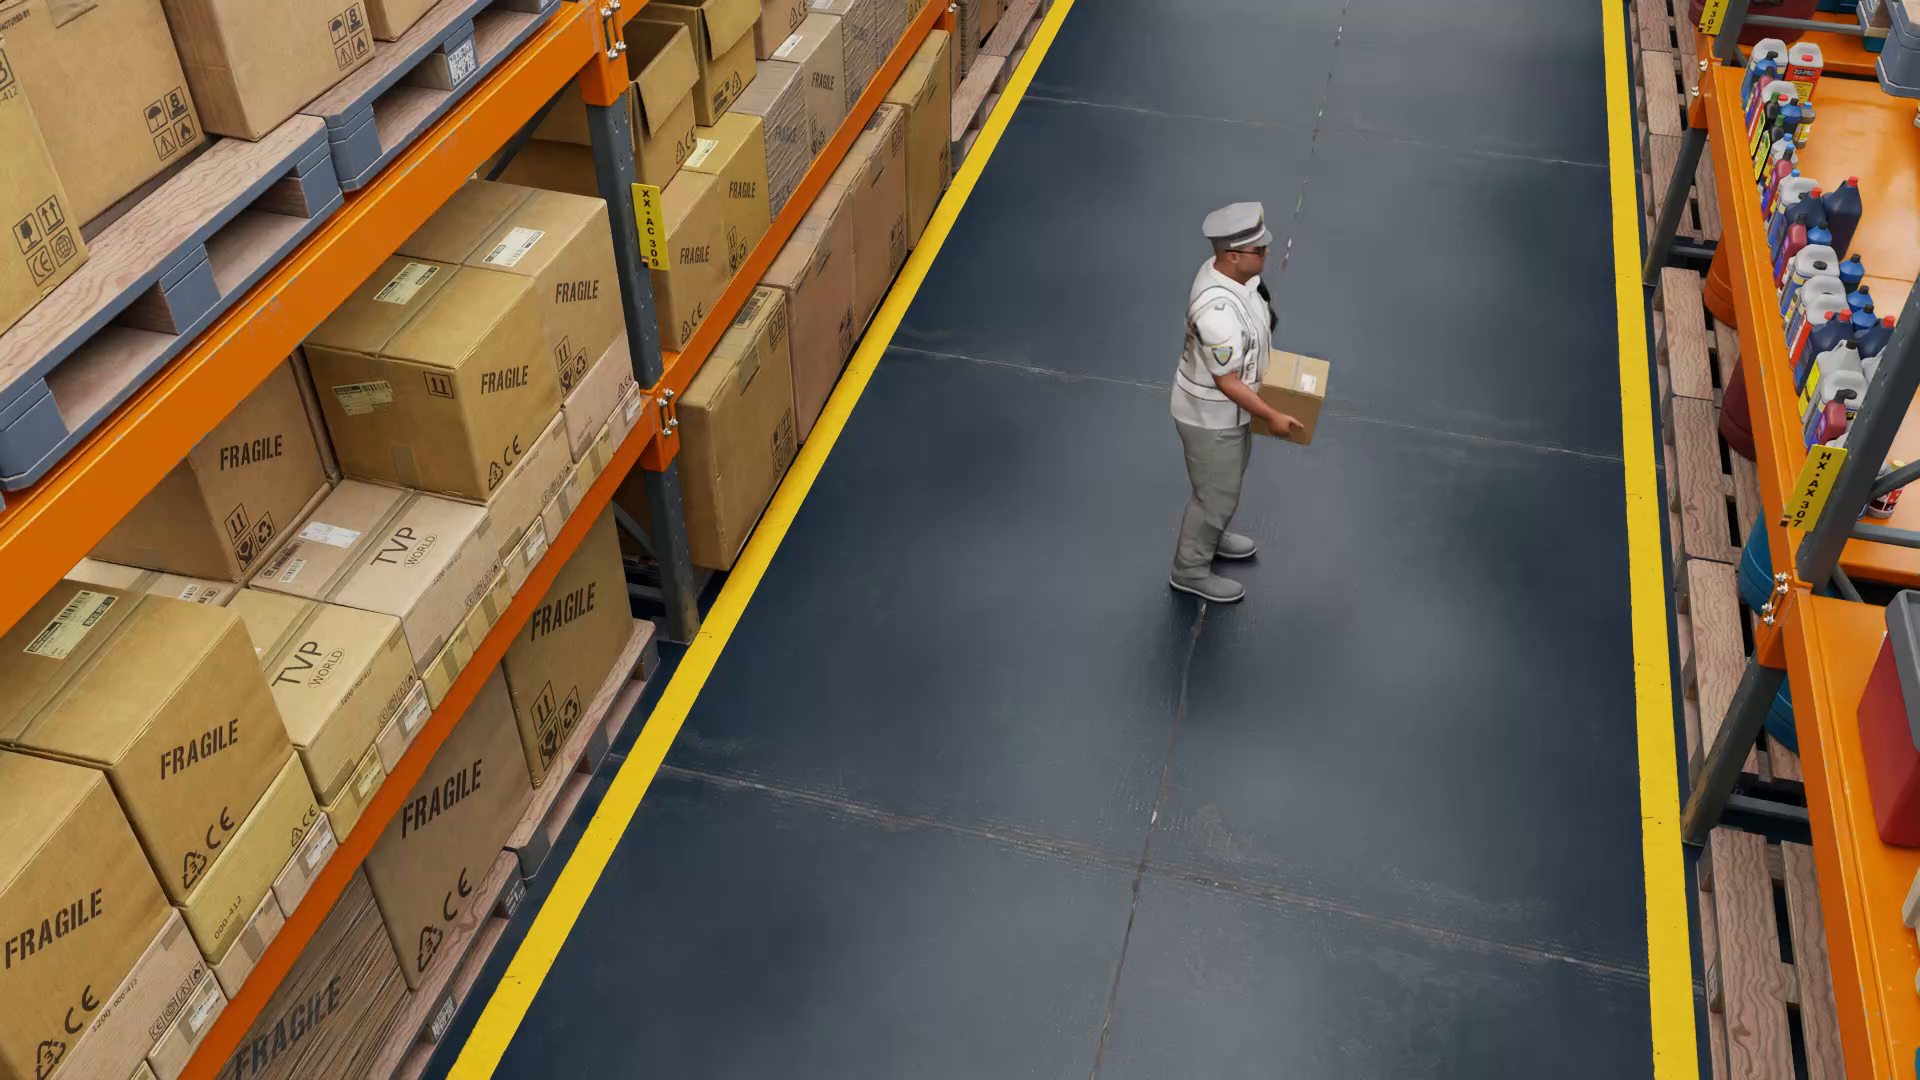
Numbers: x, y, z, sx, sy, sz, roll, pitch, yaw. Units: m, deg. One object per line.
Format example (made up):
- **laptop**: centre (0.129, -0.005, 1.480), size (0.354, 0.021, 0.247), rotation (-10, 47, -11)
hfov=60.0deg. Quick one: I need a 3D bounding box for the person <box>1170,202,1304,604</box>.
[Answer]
- **person**: centre (1.136, -0.555, 6.776), size (0.545, 1.775, 0.521), rotation (10, 42, 11)
